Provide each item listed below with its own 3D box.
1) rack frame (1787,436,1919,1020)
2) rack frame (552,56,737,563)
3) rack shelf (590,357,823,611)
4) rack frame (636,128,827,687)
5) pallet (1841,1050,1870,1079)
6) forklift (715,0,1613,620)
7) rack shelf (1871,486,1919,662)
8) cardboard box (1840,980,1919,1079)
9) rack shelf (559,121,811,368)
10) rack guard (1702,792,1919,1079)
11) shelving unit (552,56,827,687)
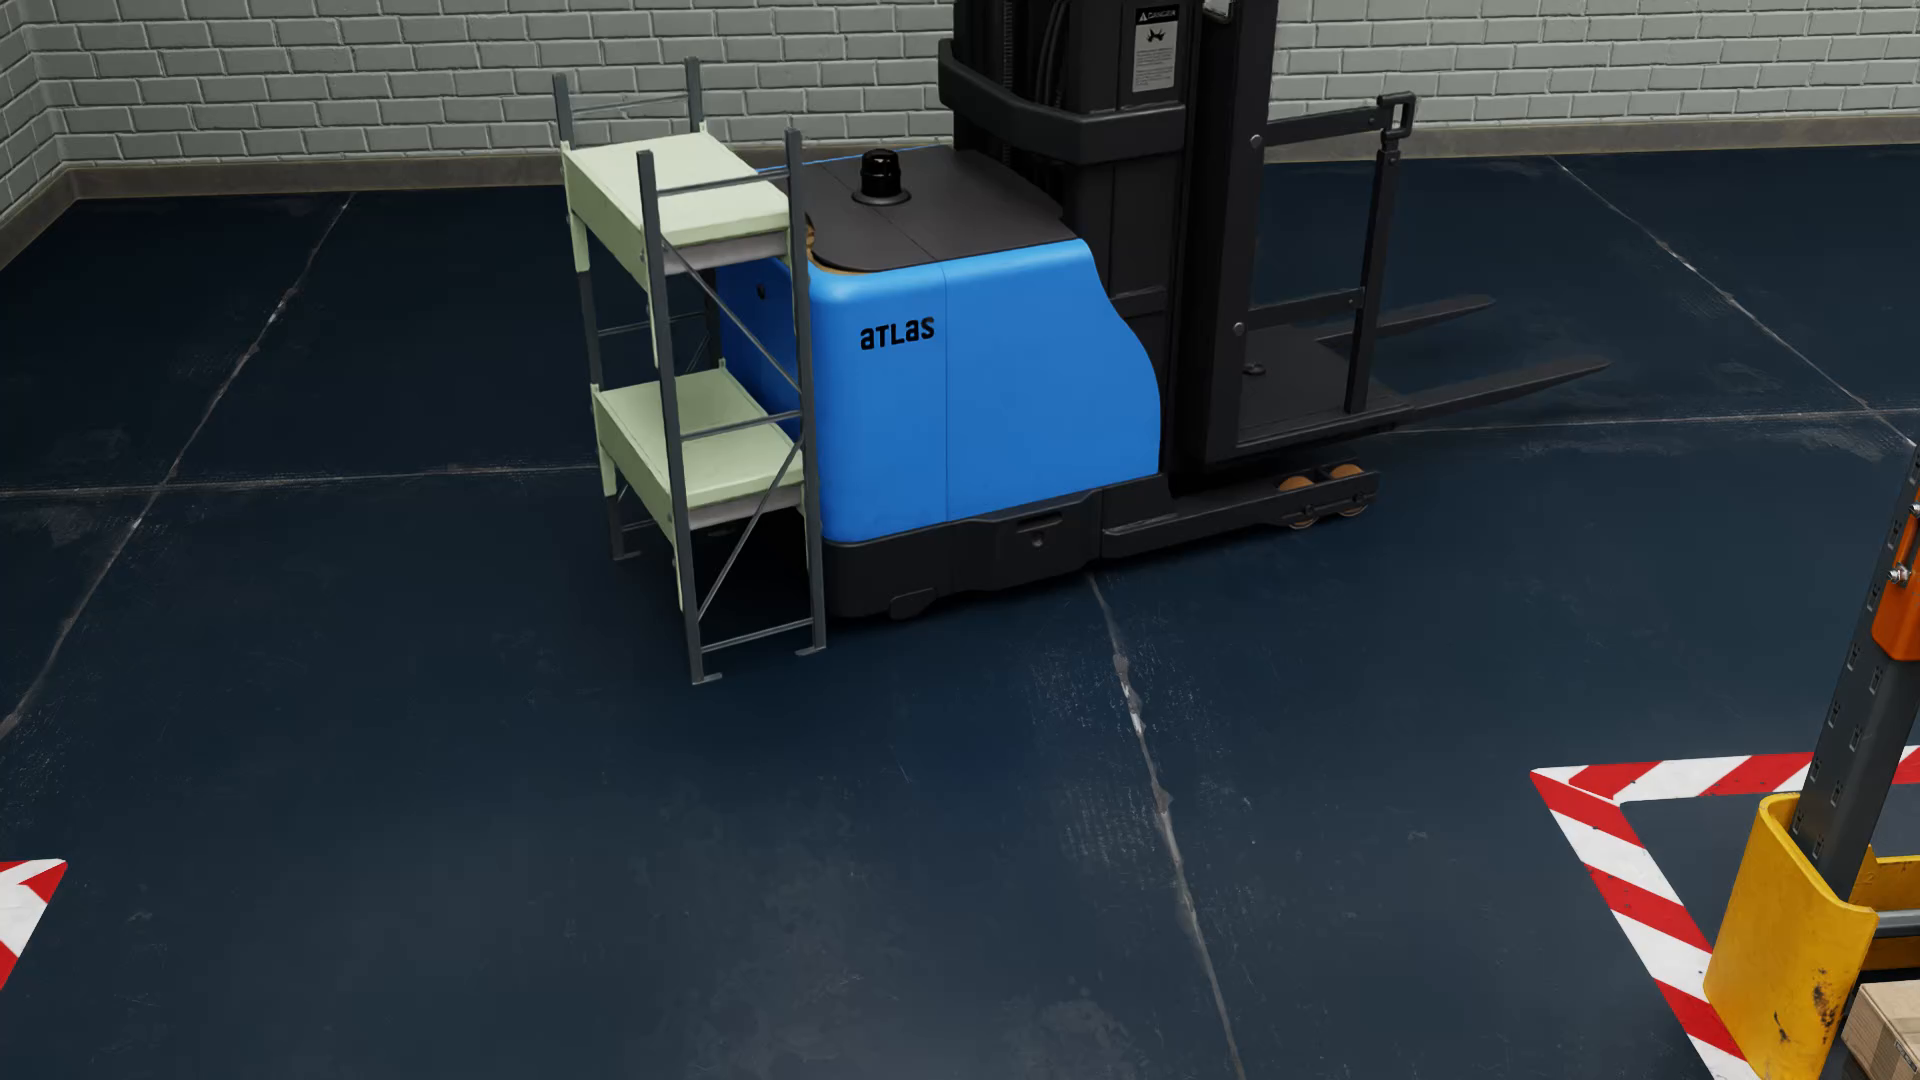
[{"bbox_3d":[2.199,-0.314,2.850,1.000,3.000,0.127,-3,31,-5],"label":"rack frame"},{"bbox_3d":[-0.893,-0.626,4.835,0.400,1.500,0.023,-15,34,-23],"label":"rack frame"},{"bbox_3d":[-0.728,-0.179,4.722,0.431,0.370,0.720,-15,34,-23],"label":"rack shelf"},{"bbox_3d":[-0.562,-0.291,4.275,0.400,1.500,0.023,-15,34,-23],"label":"rack frame"},{"bbox_3d":[2.282,1.329,2.819,1.003,0.211,1.213,-3,31,-5],"label":"pallet"},{"bbox_3d":[0.790,-1.525,4.945,3.031,2.935,1.130,-13,33,-21],"label":"forklift"},{"bbox_3d":[2.386,1.016,1.325,1.077,0.370,4.000,-3,31,-5],"label":"rack shelf"},{"bbox_3d":[1.896,0.951,3.083,0.380,0.149,0.250,-3,31,-5],"label":"cardboard box"},{"bbox_3d":[-0.727,-0.793,4.355,0.431,0.370,0.720,-15,34,-23],"label":"rack shelf"},{"bbox_3d":[2.206,0.798,3.426,1.175,0.500,0.348,-3,31,-5],"label":"rack guard"},{"bbox_3d":[-0.728,-0.458,4.555,0.431,1.500,0.755,-15,34,-23],"label":"shelving unit"}]
